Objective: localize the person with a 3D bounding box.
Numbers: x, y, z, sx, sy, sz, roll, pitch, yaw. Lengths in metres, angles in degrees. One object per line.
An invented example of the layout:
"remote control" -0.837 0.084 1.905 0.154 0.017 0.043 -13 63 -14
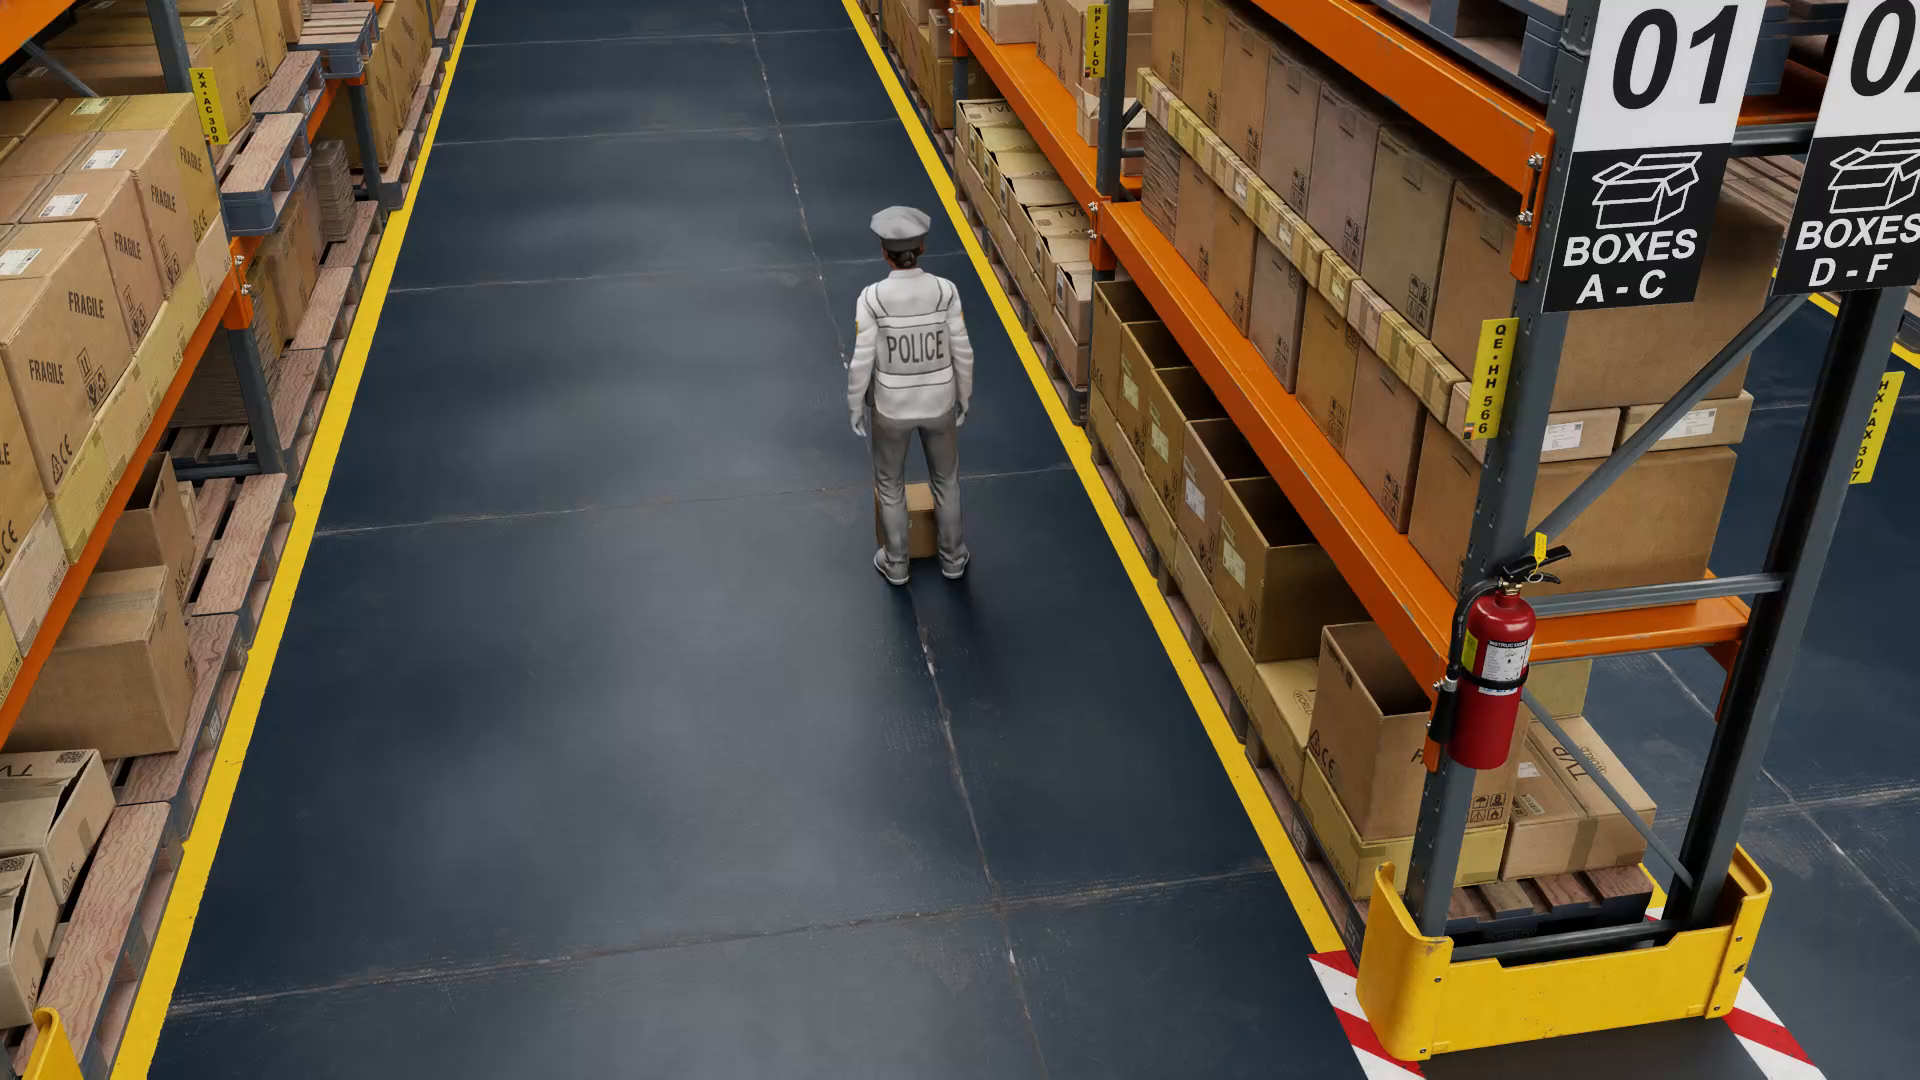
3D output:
"person" -0.208 -0.571 7.083 0.543 1.665 0.372 -6 31 -10
